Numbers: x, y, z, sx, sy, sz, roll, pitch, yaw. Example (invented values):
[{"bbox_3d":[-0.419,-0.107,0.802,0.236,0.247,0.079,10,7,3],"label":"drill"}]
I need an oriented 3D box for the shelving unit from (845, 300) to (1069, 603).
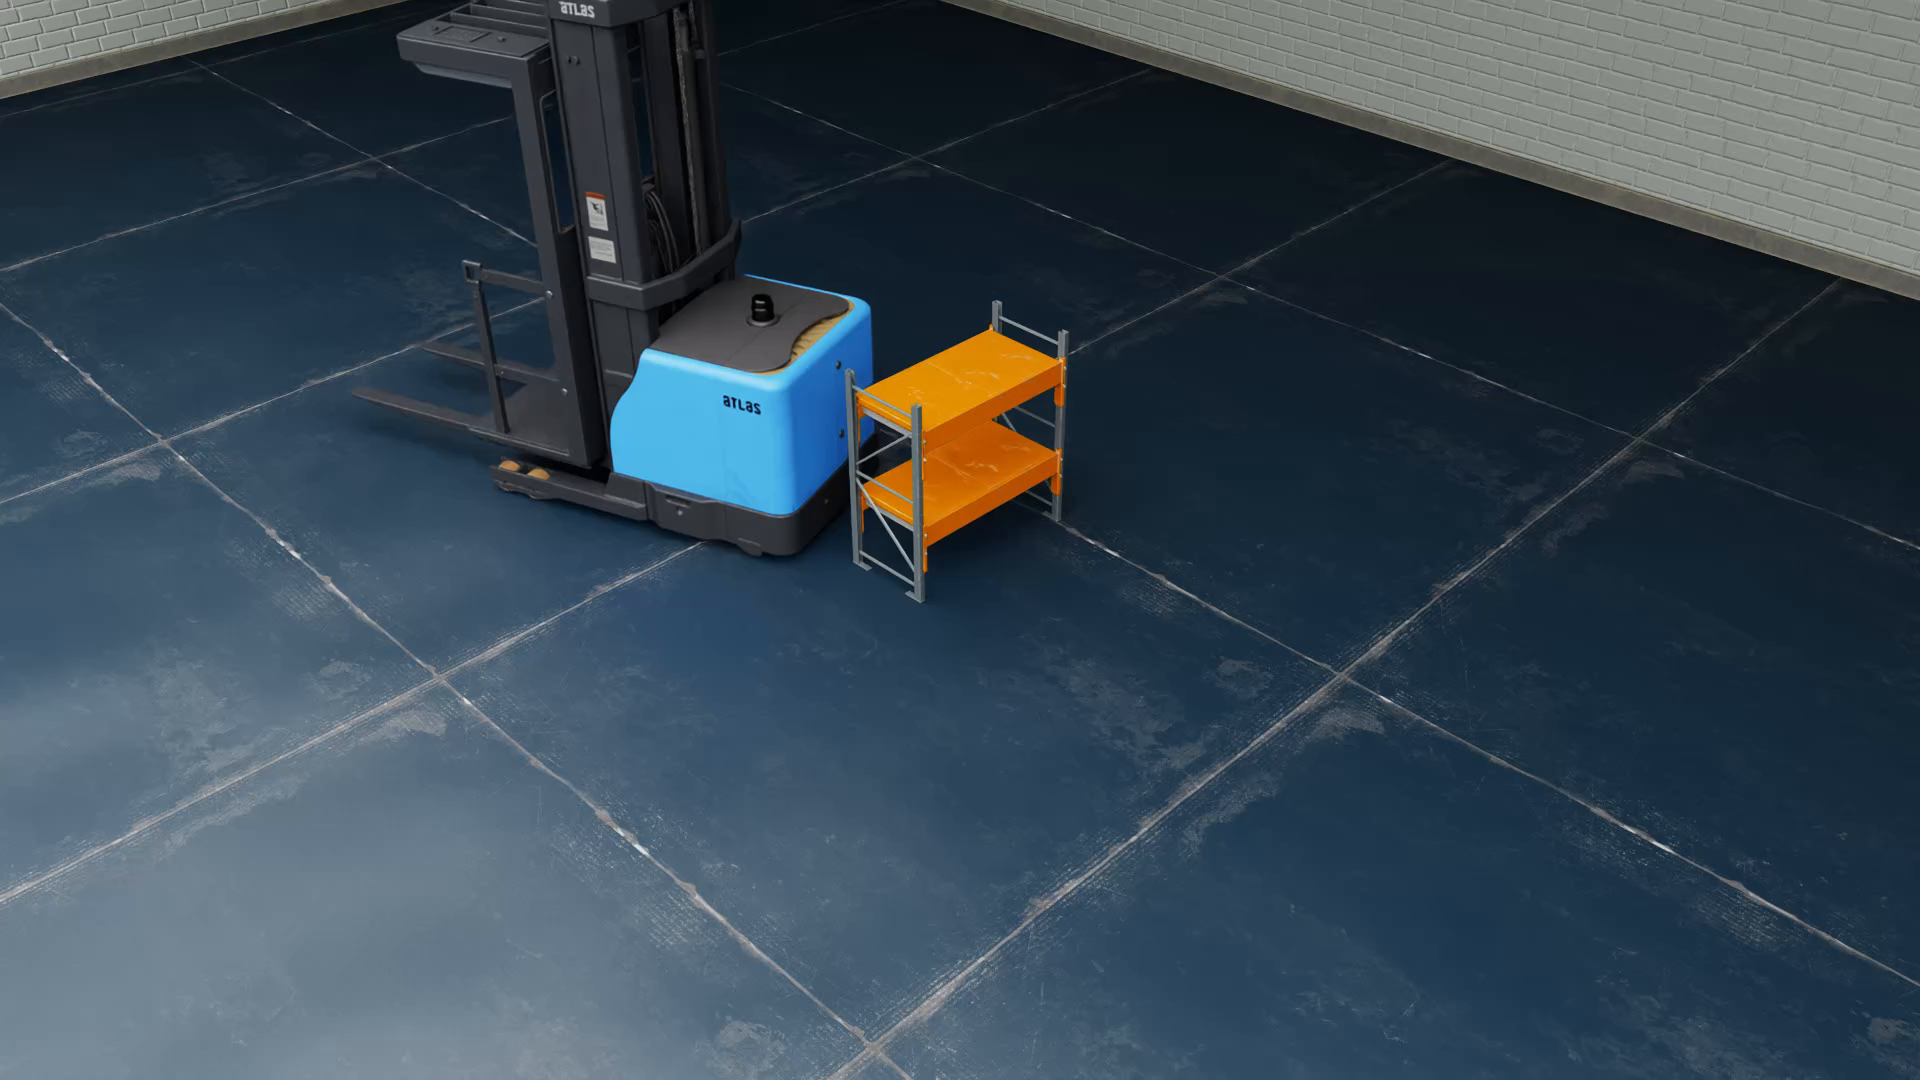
[{"bbox_3d":[-0.005,-0.459,8.415,0.538,1.125,1.048,30,45,35],"label":"shelving unit"}]

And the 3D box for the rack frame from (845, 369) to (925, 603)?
[{"bbox_3d":[-0.363,-0.252,8.119,0.500,1.125,0.032,30,45,35],"label":"rack frame"}]

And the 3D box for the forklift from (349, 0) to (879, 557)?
[{"bbox_3d":[-2.007,-1.679,8.586,3.031,2.935,1.130,15,38,20],"label":"forklift"}]

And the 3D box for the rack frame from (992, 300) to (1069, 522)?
[{"bbox_3d":[0.353,-0.665,8.711,0.500,1.125,0.032,30,45,35],"label":"rack frame"}]

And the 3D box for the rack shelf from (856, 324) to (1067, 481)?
[{"bbox_3d":[-0.005,-0.699,8.248,0.538,0.278,1.000,30,45,35],"label":"rack shelf"}]

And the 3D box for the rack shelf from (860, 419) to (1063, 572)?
[{"bbox_3d":[-0.005,-0.258,8.555,0.538,0.278,1.000,30,45,35],"label":"rack shelf"}]
